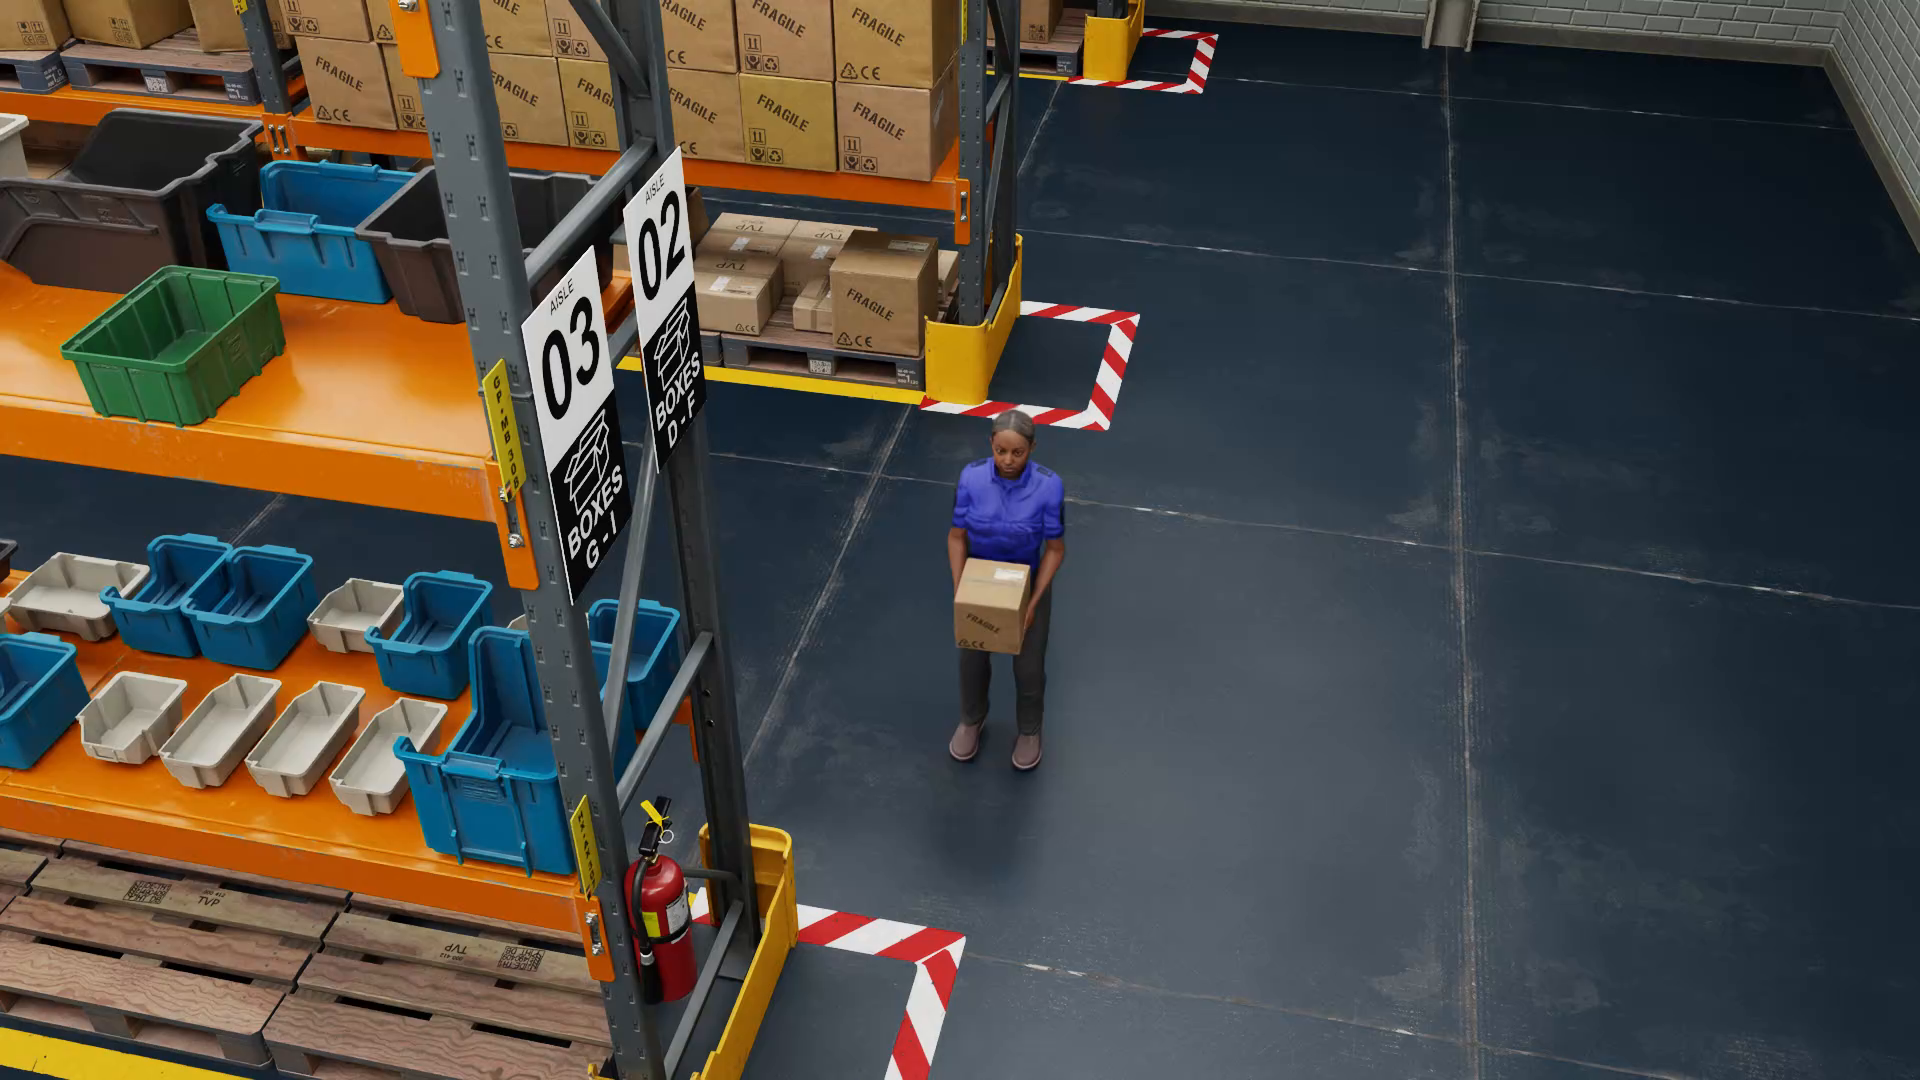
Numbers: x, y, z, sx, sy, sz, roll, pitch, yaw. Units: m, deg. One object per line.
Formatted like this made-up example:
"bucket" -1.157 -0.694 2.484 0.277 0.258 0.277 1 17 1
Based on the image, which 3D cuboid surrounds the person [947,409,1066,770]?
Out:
"person" 0.168 0.248 6.632 0.470 1.659 0.475 7 37 10
